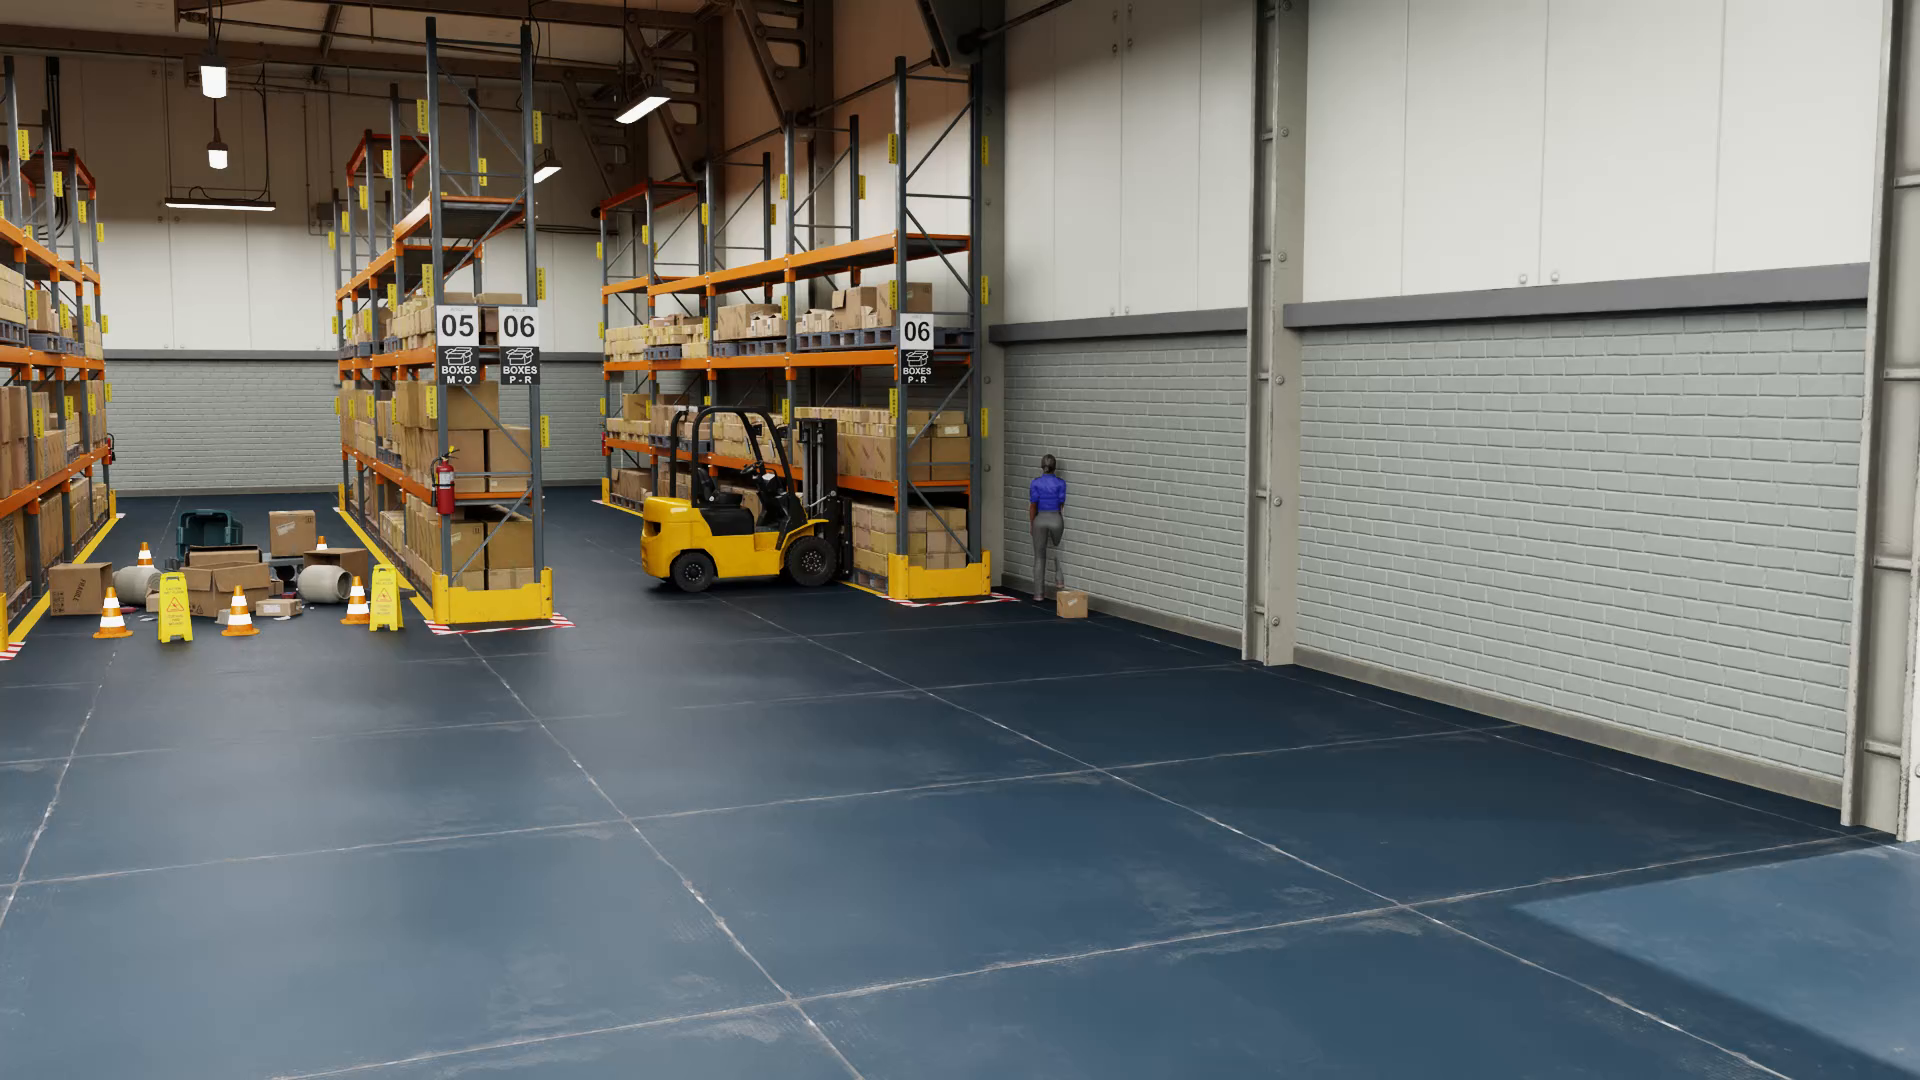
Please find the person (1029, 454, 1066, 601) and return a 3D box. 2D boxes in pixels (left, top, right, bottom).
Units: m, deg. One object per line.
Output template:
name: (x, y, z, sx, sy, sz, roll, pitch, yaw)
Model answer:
person: (1.002, -0.141, 18.558, 0.449, 1.644, 0.506, 1, 6, 5)
